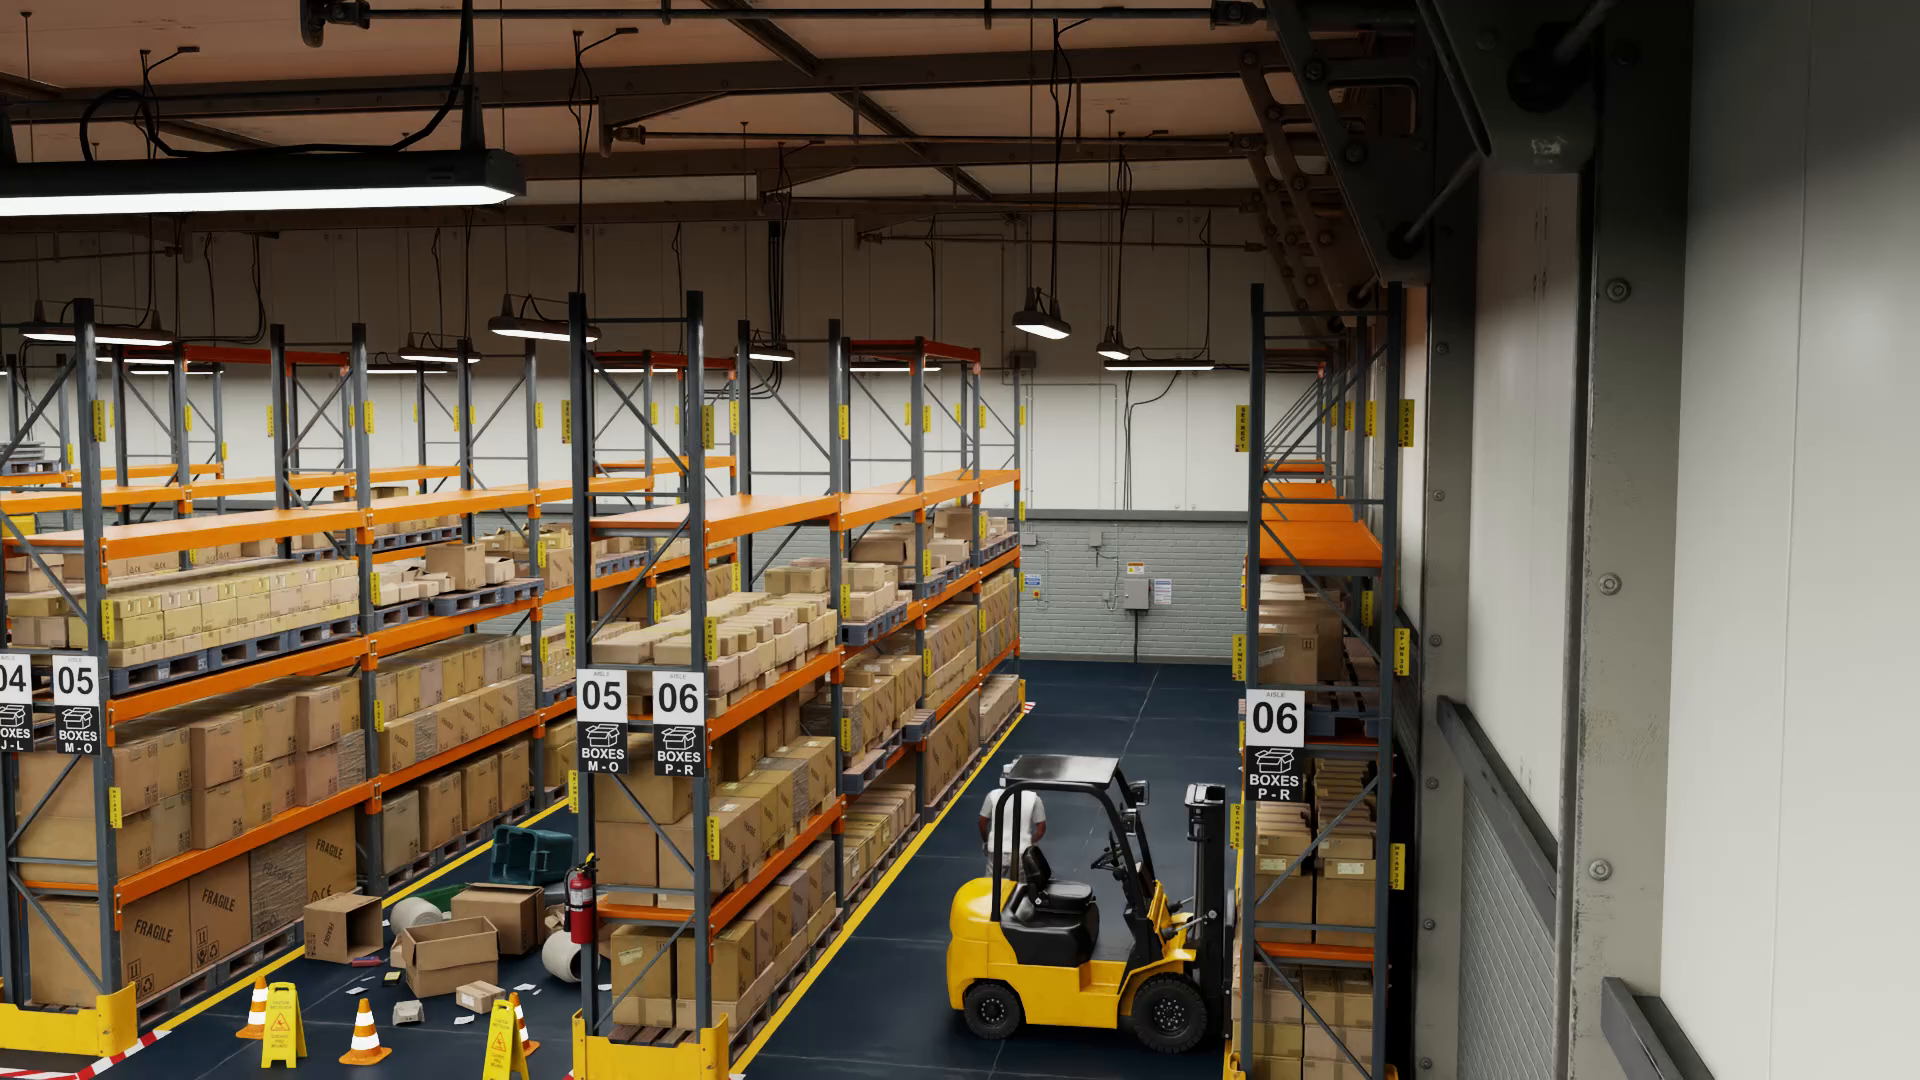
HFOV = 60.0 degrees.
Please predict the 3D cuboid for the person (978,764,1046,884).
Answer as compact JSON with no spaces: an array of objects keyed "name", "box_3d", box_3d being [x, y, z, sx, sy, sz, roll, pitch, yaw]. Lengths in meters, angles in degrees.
[{"name":"person","box_3d":[0.496,3.038,16.039,0.657,1.691,0.818,1,5,6]}]
